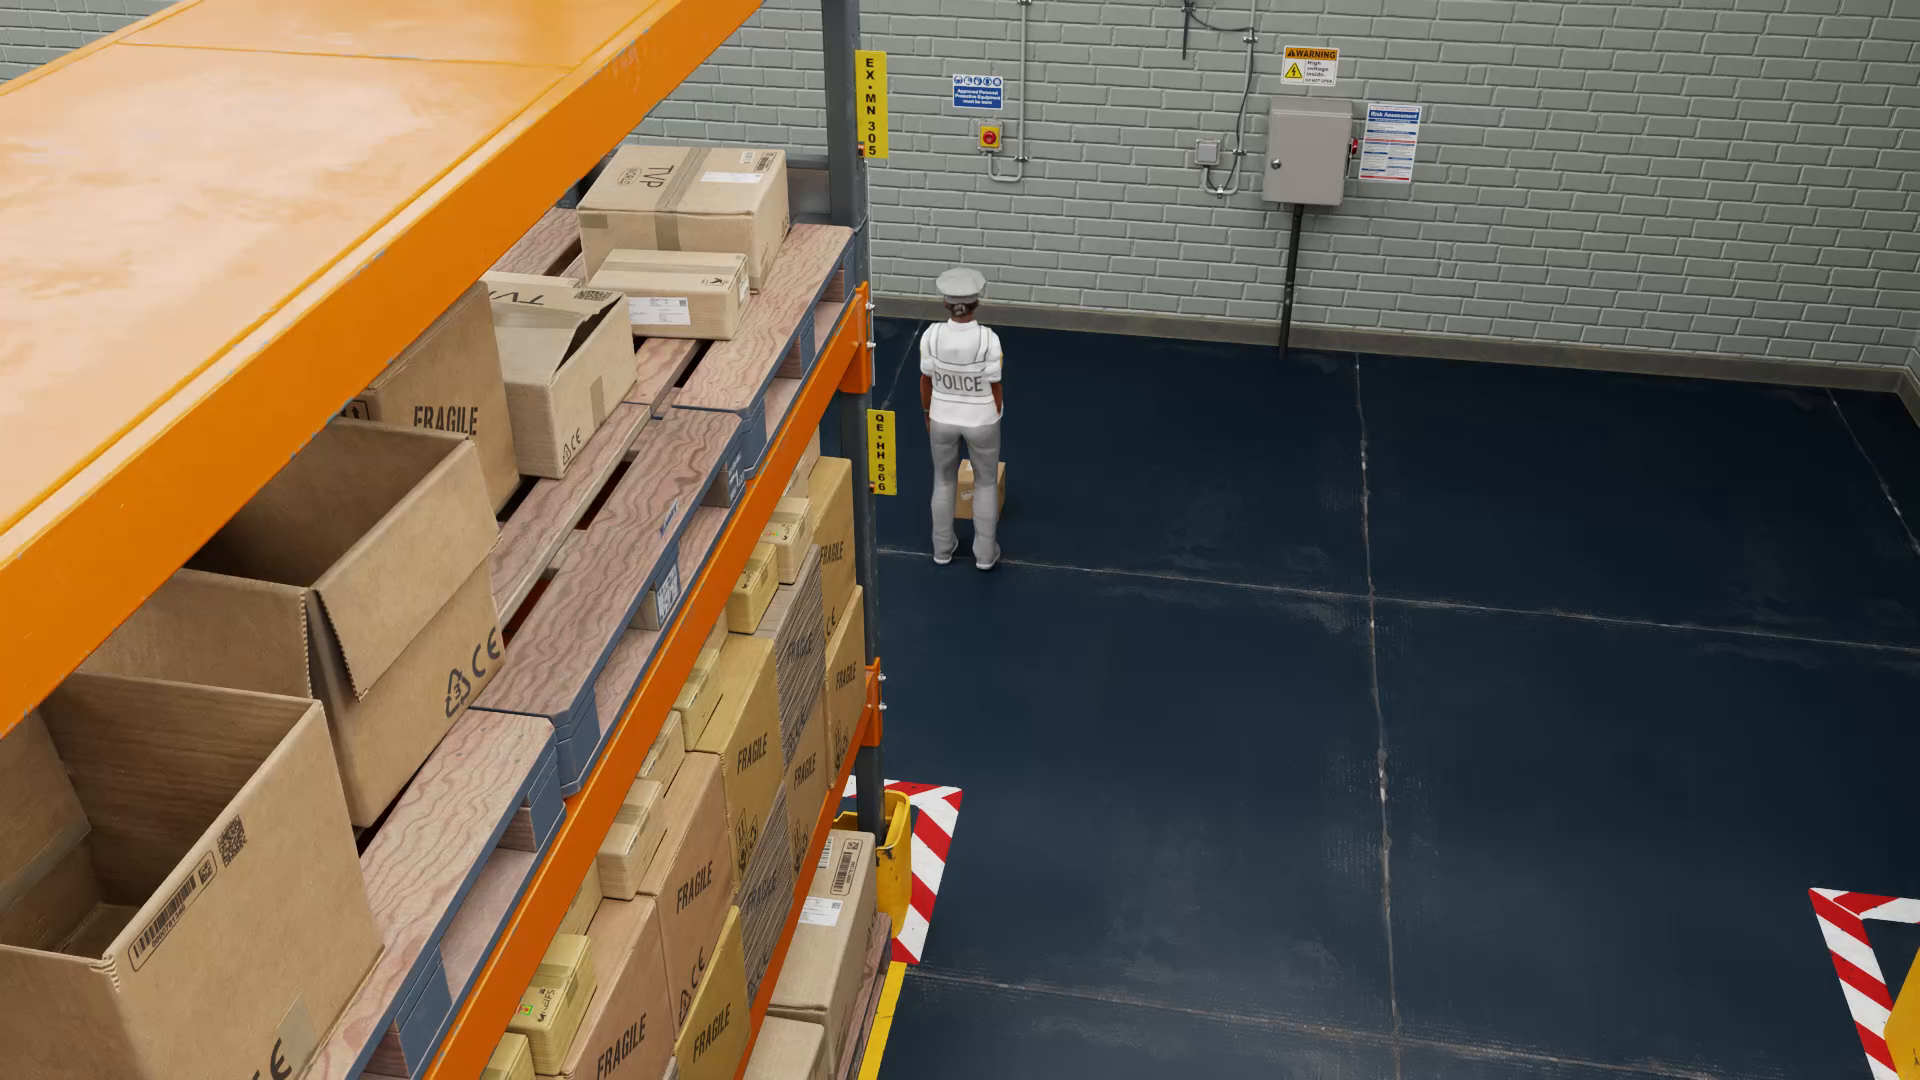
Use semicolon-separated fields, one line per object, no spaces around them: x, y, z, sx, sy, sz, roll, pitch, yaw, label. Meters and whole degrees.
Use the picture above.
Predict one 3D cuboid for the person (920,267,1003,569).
0.011;-0.612;8.723;0.438;1.665;0.341;6;33;9;person
